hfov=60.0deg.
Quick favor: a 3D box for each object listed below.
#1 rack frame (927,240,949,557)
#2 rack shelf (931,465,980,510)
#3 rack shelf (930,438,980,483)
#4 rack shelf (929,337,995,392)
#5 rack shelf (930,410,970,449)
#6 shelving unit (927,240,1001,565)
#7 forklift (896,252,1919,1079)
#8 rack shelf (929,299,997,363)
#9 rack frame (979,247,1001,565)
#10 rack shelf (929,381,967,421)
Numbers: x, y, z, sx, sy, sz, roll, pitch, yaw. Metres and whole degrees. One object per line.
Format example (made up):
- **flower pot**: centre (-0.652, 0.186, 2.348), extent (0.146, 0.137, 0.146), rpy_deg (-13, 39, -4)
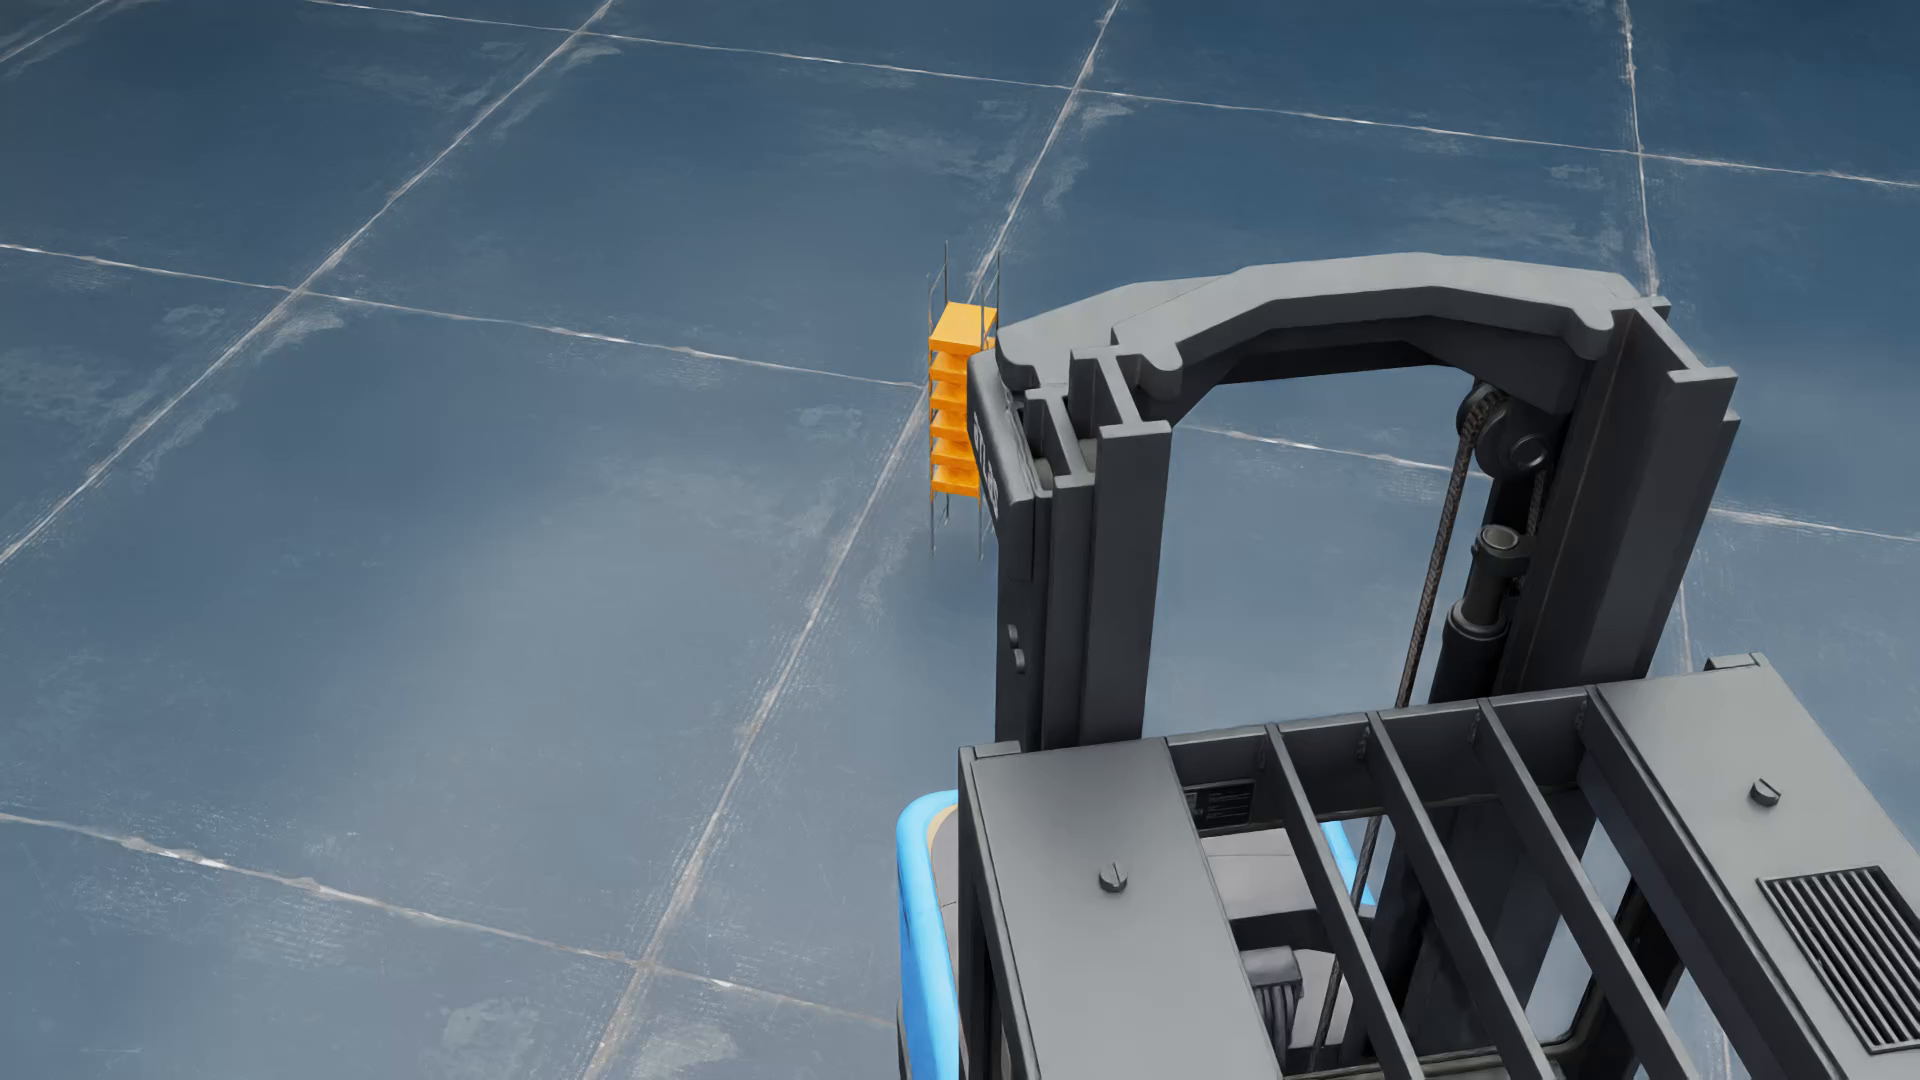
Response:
- **rack frame**: centre (-0.074, -0.472, 5.879), extent (0.006, 1.200, 0.240), rpy_deg (10, 41, 11)
- **rack shelf**: centre (0.014, -0.239, 6.044), extent (0.180, 0.103, 0.258), rpy_deg (10, 41, 11)
- **rack shelf**: centre (0.014, -0.331, 5.967), extent (0.180, 0.103, 0.258), rpy_deg (10, 41, 11)
- **rack shelf**: centre (0.014, -0.607, 5.736), extent (0.180, 0.103, 0.258), rpy_deg (10, 41, 11)
- **rack shelf**: centre (0.014, -0.423, 5.890), extent (0.180, 0.103, 0.258), rpy_deg (10, 41, 11)
- **shelving unit**: centre (0.014, -0.457, 5.861), extent (0.189, 1.200, 0.258), rpy_deg (10, 41, 11)
- **forklift**: centre (0.581, 1.182, 2.563), extent (1.130, 2.935, 3.031), rpy_deg (-6, 40, -7)
- **rack shelf**: centre (0.014, -0.699, 5.658), extent (0.180, 0.103, 0.258), rpy_deg (10, 41, 11)
- **rack frame**: centre (0.102, -0.442, 5.843), extent (0.006, 1.200, 0.240), rpy_deg (10, 41, 11)
- **rack shelf**: centre (0.014, -0.515, 5.813), extent (0.180, 0.103, 0.258), rpy_deg (10, 41, 11)
